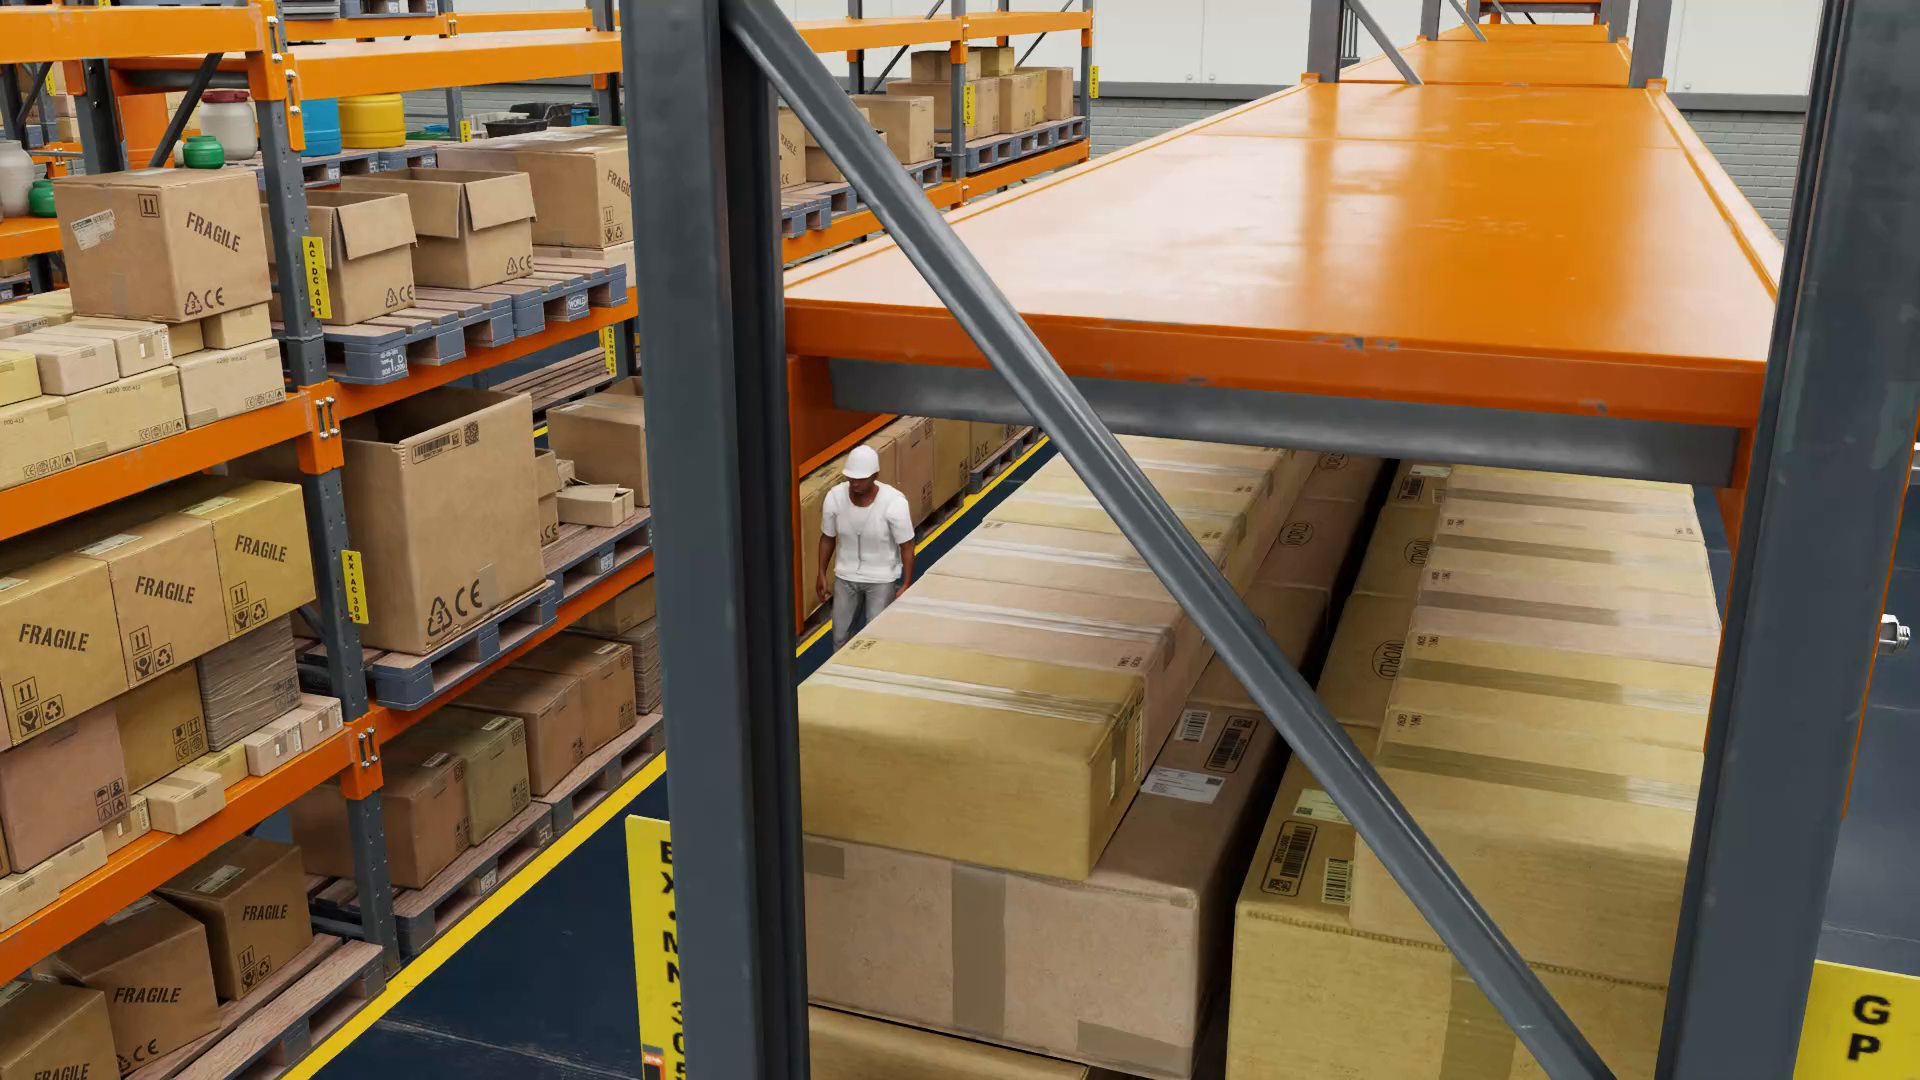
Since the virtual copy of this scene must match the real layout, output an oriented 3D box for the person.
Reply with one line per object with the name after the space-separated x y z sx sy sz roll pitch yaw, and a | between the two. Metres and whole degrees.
-0.592 0.253 10.279 0.633 1.759 0.462 6 19 18 | person
